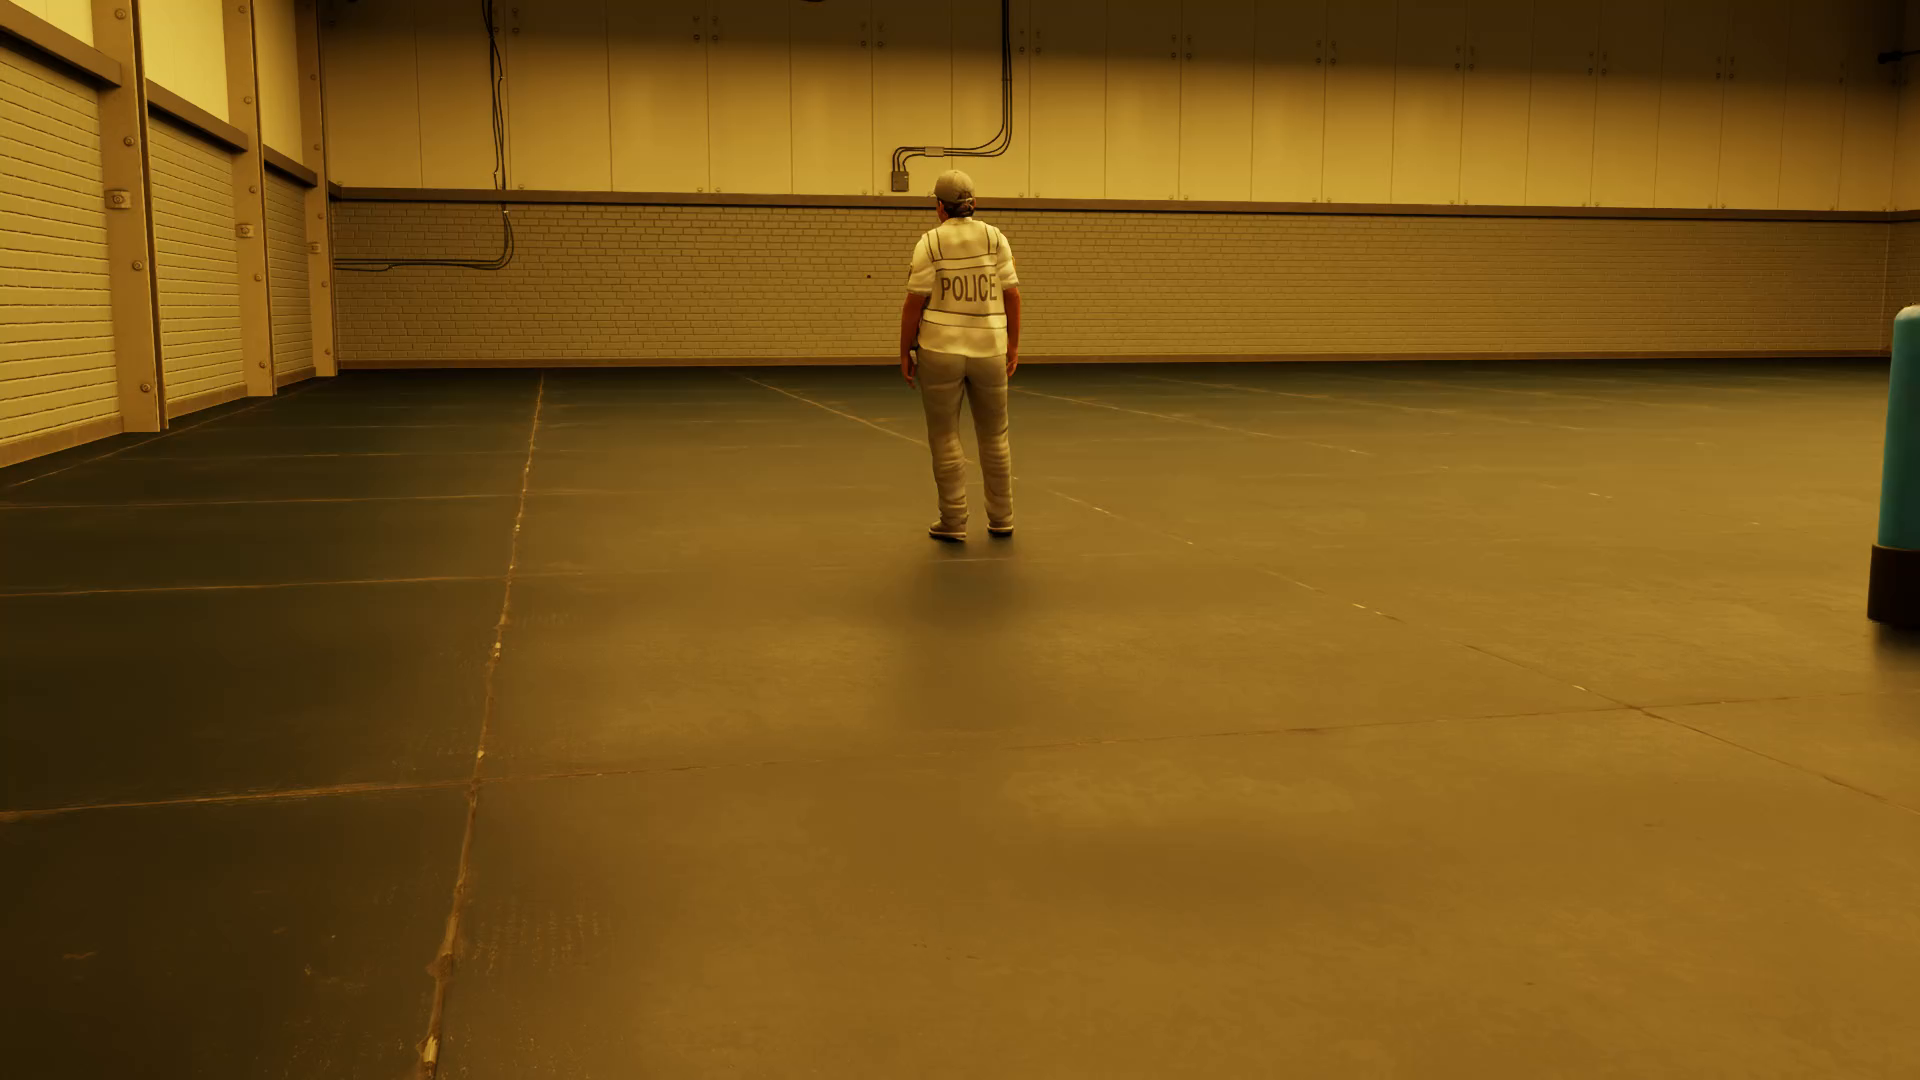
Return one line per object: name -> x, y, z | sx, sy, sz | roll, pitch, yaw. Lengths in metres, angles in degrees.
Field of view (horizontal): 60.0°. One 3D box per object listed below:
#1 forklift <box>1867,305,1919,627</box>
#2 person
forklift -> 4.452, -1.067, 4.756 | 3.031, 2.935, 1.130 | 5, 9, 32
person -> 0.004, -0.844, 7.669 | 0.598, 1.670, 0.529 | -2, 8, -13
